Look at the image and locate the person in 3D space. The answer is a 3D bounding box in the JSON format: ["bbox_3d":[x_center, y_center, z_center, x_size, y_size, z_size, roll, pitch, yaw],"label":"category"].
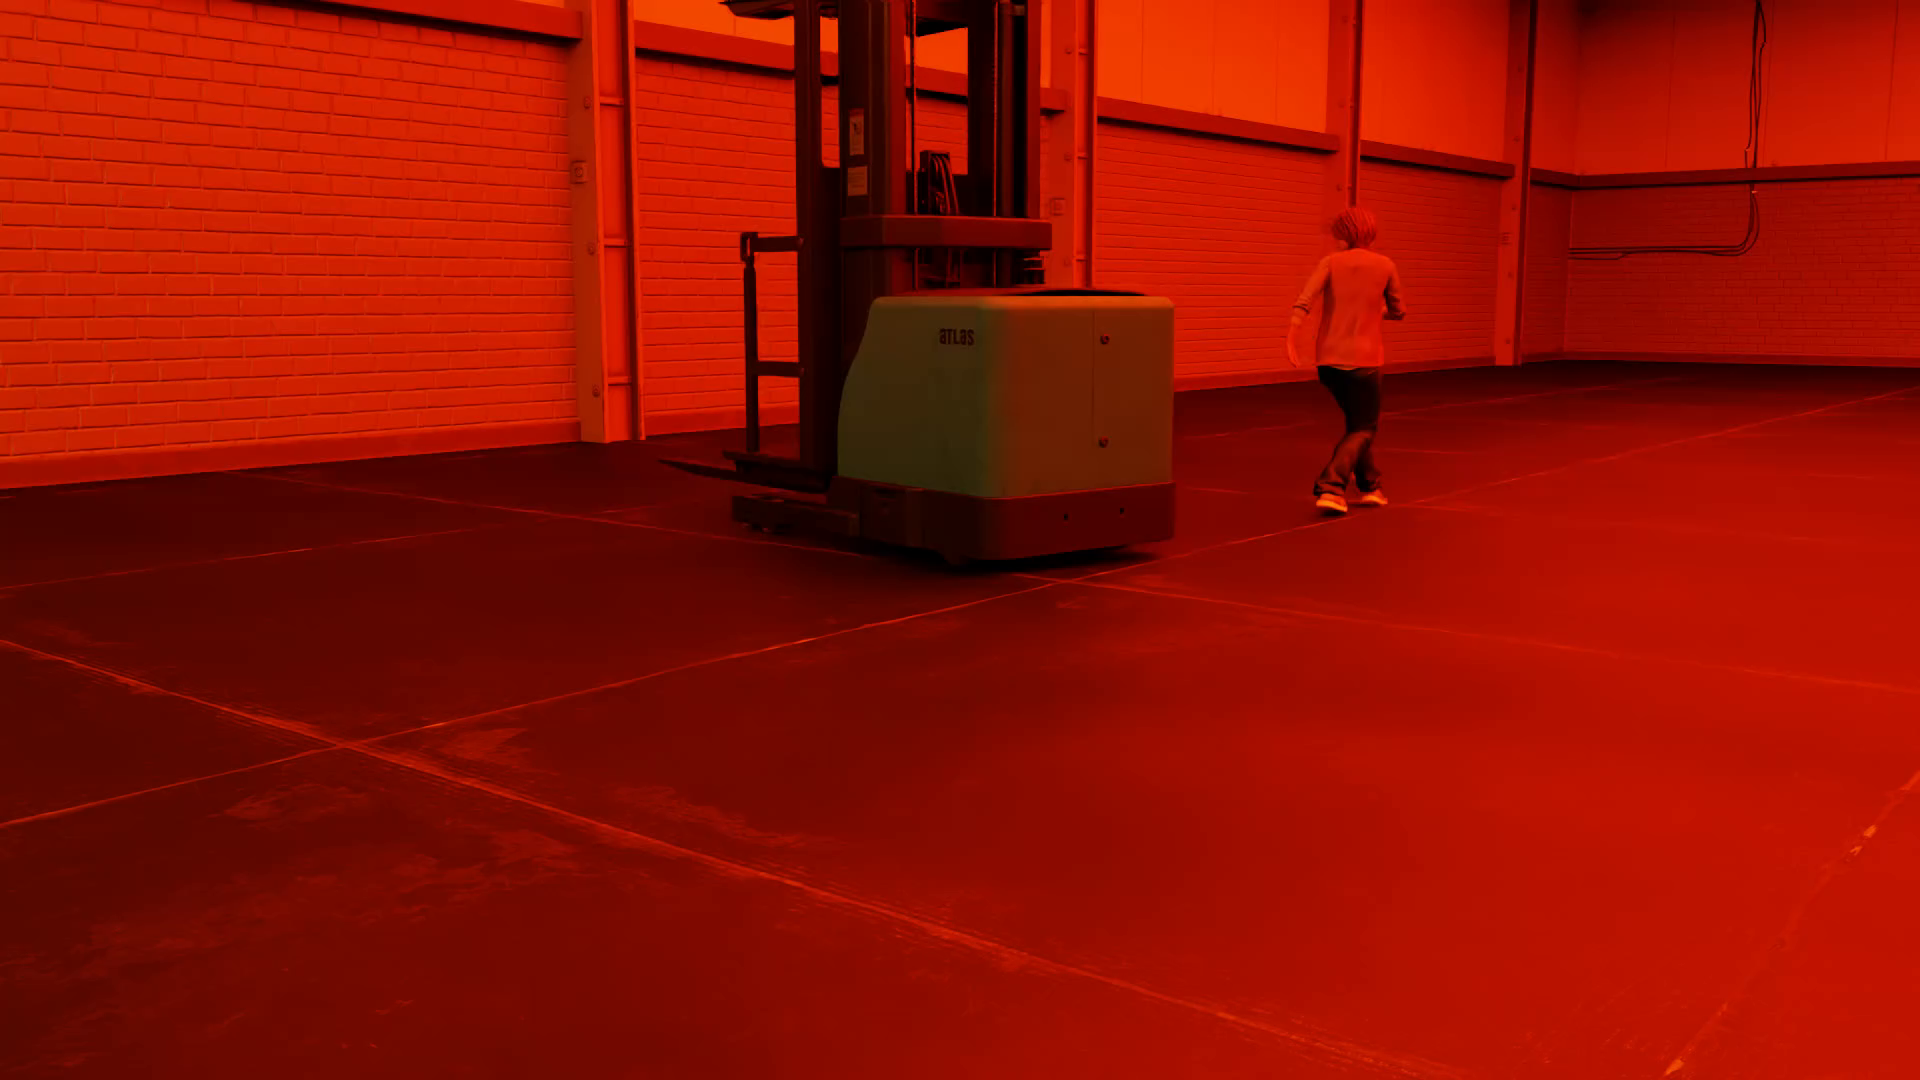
[{"bbox_3d":[1.974,-0.889,8.356,0.429,1.540,0.839,6,10,34],"label":"person"}]

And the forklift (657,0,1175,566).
[{"bbox_3d":[-0.406,-1.515,7.633,1.130,2.935,3.031,-7,11,-38],"label":"forklift"}]
